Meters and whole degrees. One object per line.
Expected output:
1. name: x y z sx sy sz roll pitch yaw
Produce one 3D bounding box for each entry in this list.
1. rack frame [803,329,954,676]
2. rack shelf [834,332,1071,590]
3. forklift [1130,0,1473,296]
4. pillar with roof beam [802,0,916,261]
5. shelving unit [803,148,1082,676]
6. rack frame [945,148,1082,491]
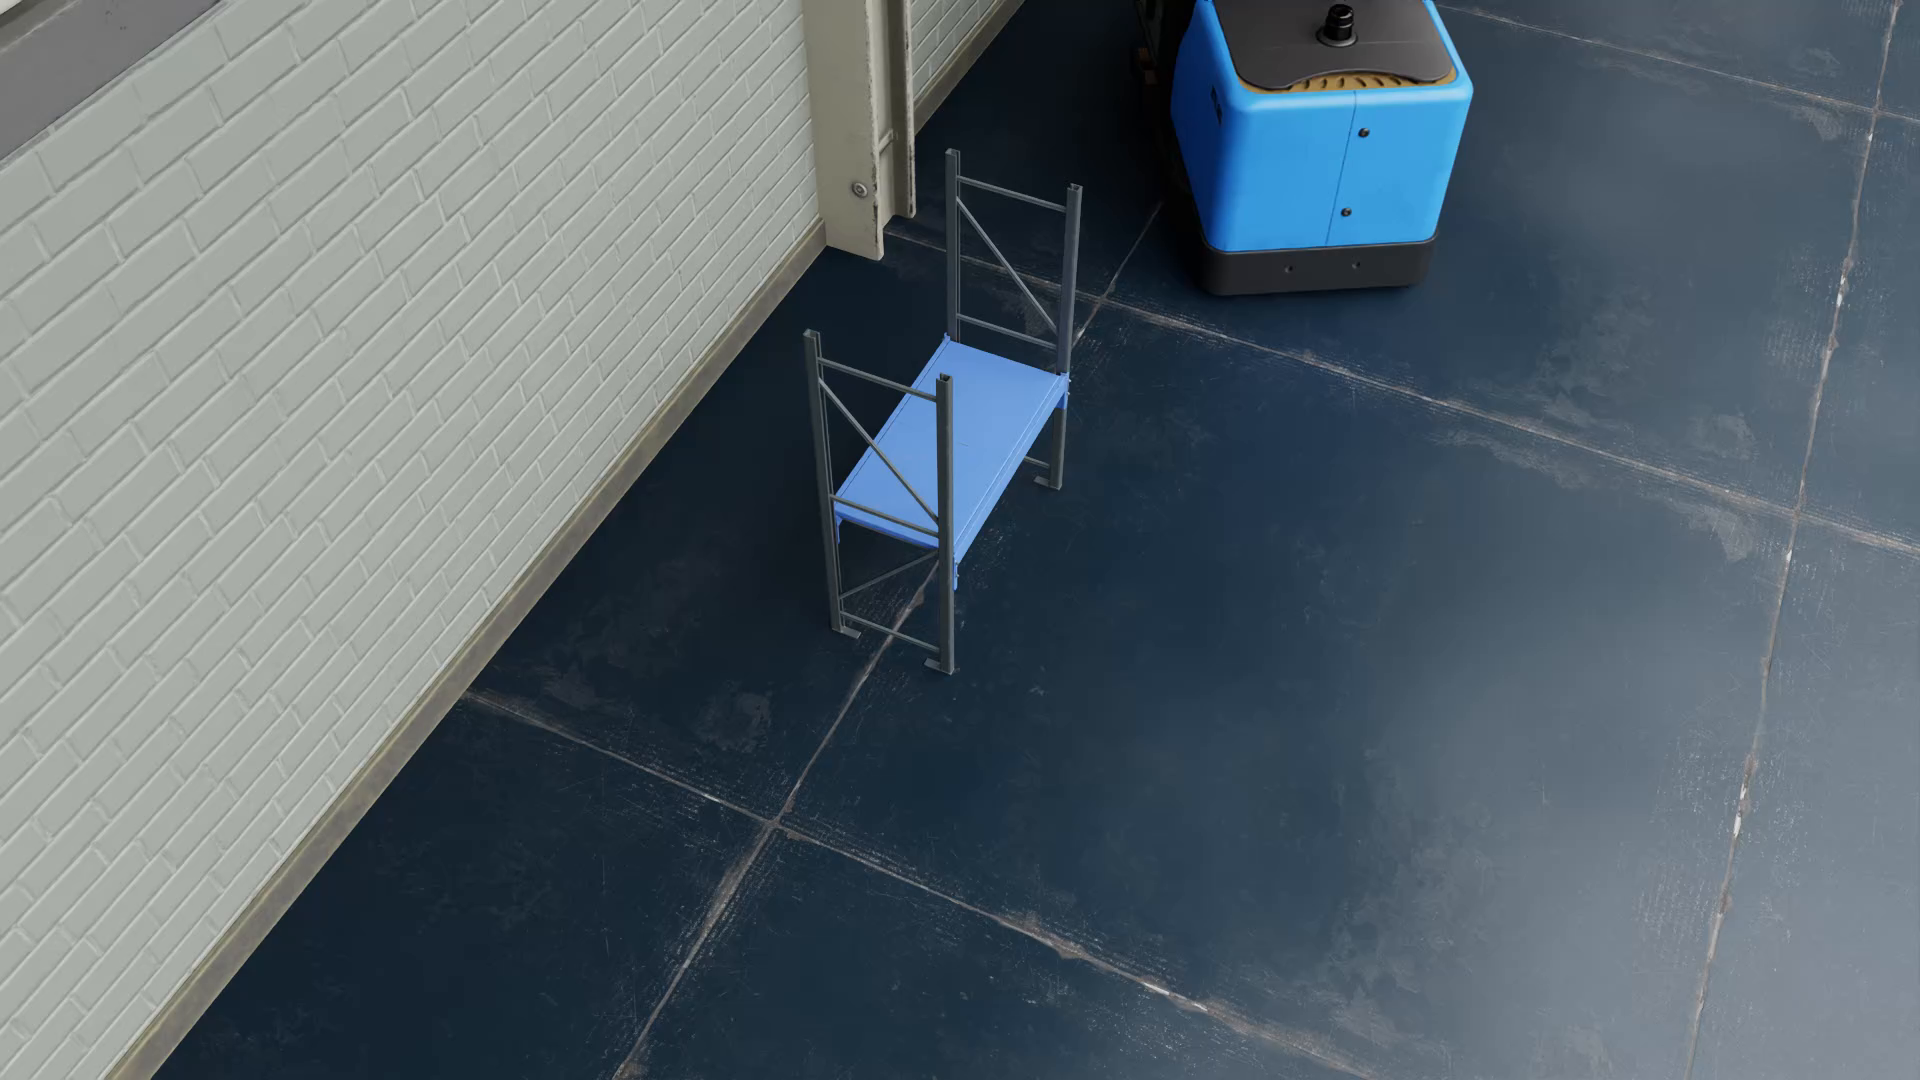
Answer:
1. rack frame: -0.254 -0.077 5.646 0.500 1.500 0.032 20 52 16
2. rack shelf: -0.036 -0.311 6.081 0.538 0.185 1.000 20 52 16
3. forklift: 1.466 -3.165 7.334 1.130 2.935 3.031 -4 50 -3
4. pillar with roof beam: 3.463 -2.987 3.198 9.100 9.000 0.400 20 52 16
5. shelving unit: -0.036 -0.427 5.944 0.538 1.500 1.048 20 52 16
6. rack frame: 0.181 -0.777 6.242 0.500 1.500 0.032 20 52 16
